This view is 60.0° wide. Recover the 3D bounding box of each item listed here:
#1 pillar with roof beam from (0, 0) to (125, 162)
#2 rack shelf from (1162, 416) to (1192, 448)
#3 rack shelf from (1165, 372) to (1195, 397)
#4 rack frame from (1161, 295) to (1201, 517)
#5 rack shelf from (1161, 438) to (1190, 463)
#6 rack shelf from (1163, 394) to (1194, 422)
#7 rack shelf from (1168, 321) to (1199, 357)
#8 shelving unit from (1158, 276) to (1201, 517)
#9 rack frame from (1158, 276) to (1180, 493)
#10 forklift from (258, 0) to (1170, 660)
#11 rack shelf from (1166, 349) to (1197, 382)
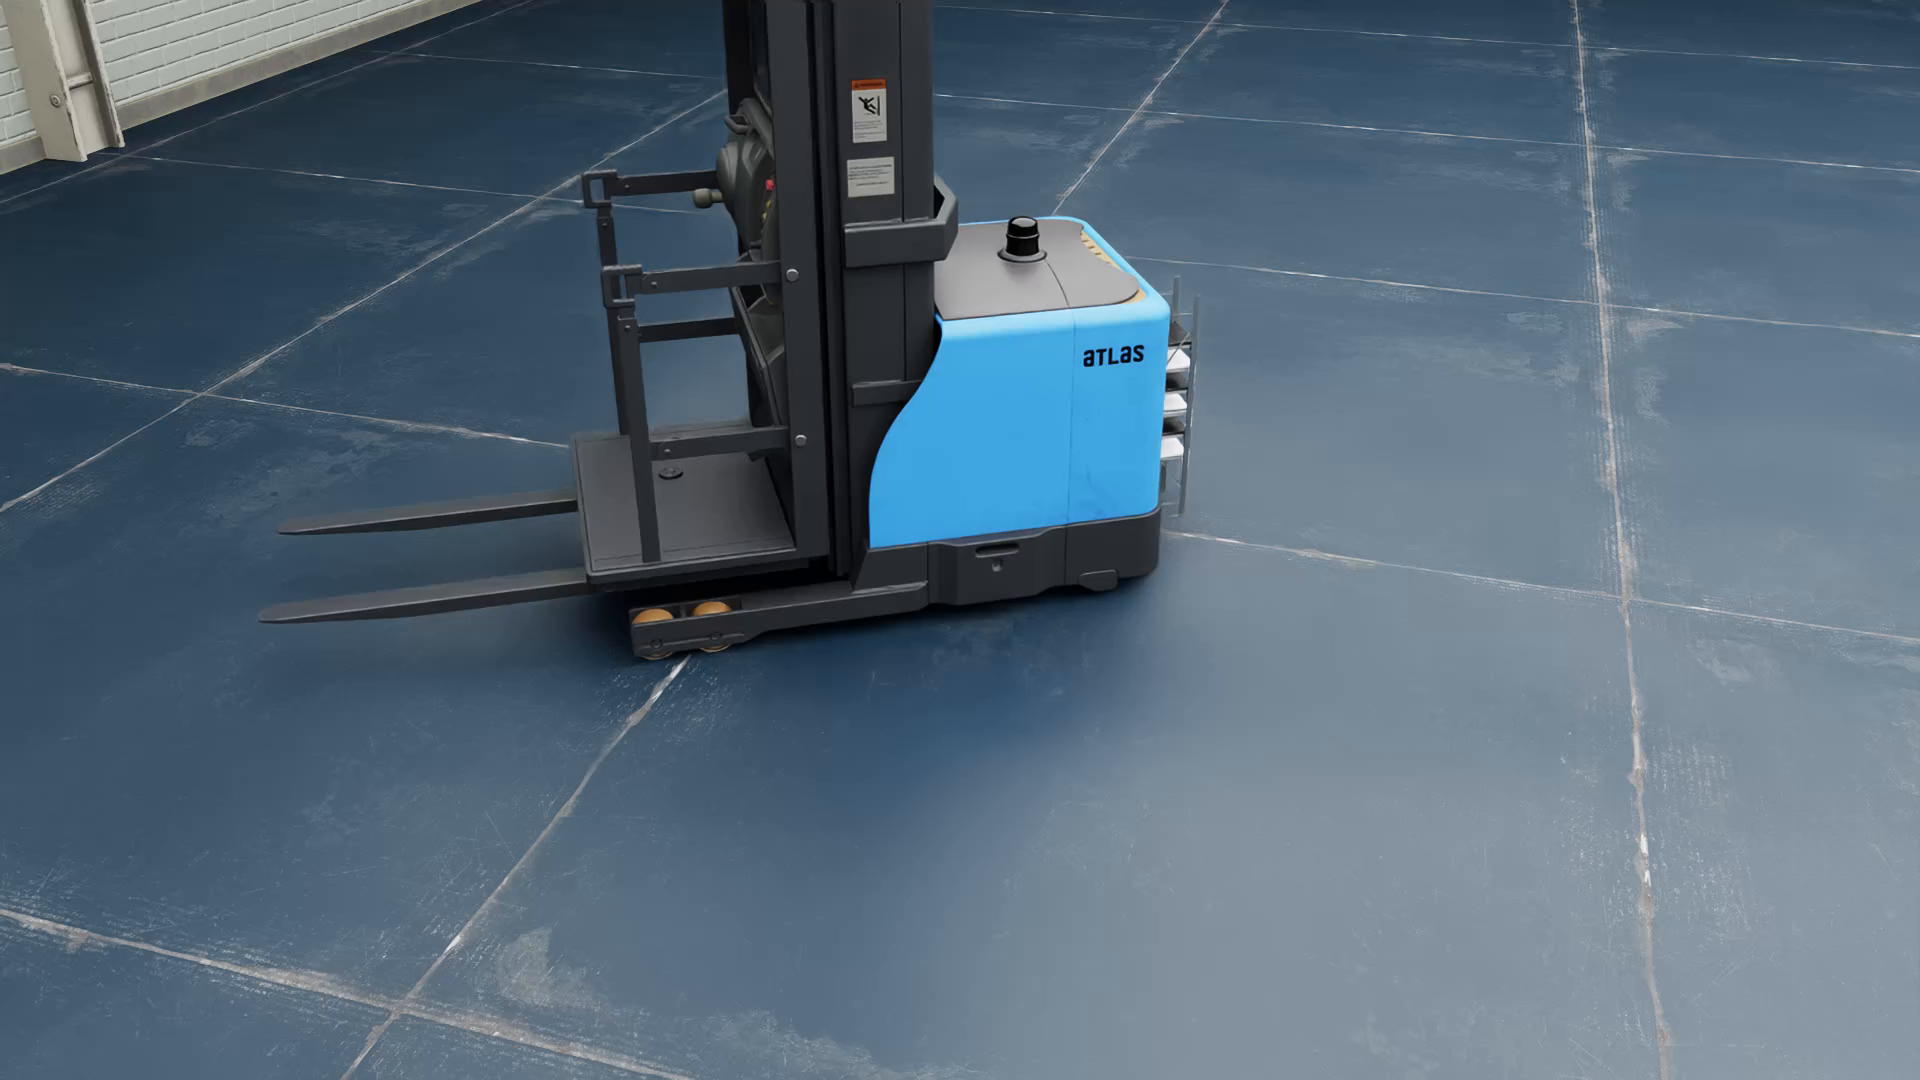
[{"bbox_3d":[-1.558,-5.836,7.485,9.100,9.000,0.400,8,30,15],"label":"pillar with roof beam"},{"bbox_3d":[0.723,-0.413,6.321,0.258,0.077,0.200,-7,30,-13],"label":"rack shelf"},{"bbox_3d":[0.723,-0.571,6.233,0.258,0.077,0.200,-7,30,-13],"label":"rack shelf"},{"bbox_3d":[0.749,-0.473,6.175,0.240,0.900,0.006,-7,30,-13],"label":"rack frame"},{"bbox_3d":[0.723,-0.335,6.365,0.258,0.077,0.200,-7,30,-13],"label":"rack shelf"},{"bbox_3d":[0.723,-0.492,6.277,0.258,0.077,0.200,-7,30,-13],"label":"rack shelf"},{"bbox_3d":[0.724,-0.728,6.146,0.258,0.077,0.200,-7,30,-13],"label":"rack shelf"},{"bbox_3d":[0.723,-0.521,6.261,0.258,0.900,0.210,-7,30,-13],"label":"shelving unit"},{"bbox_3d":[0.698,-0.569,6.347,0.240,0.900,0.006,-7,30,-13],"label":"rack frame"},{"bbox_3d":[-0.866,-1.166,5.332,3.031,2.935,1.130,-7,30,-13],"label":"forklift"},{"bbox_3d":[0.723,-0.649,6.190,0.258,0.077,0.200,-7,30,-13],"label":"rack shelf"}]
